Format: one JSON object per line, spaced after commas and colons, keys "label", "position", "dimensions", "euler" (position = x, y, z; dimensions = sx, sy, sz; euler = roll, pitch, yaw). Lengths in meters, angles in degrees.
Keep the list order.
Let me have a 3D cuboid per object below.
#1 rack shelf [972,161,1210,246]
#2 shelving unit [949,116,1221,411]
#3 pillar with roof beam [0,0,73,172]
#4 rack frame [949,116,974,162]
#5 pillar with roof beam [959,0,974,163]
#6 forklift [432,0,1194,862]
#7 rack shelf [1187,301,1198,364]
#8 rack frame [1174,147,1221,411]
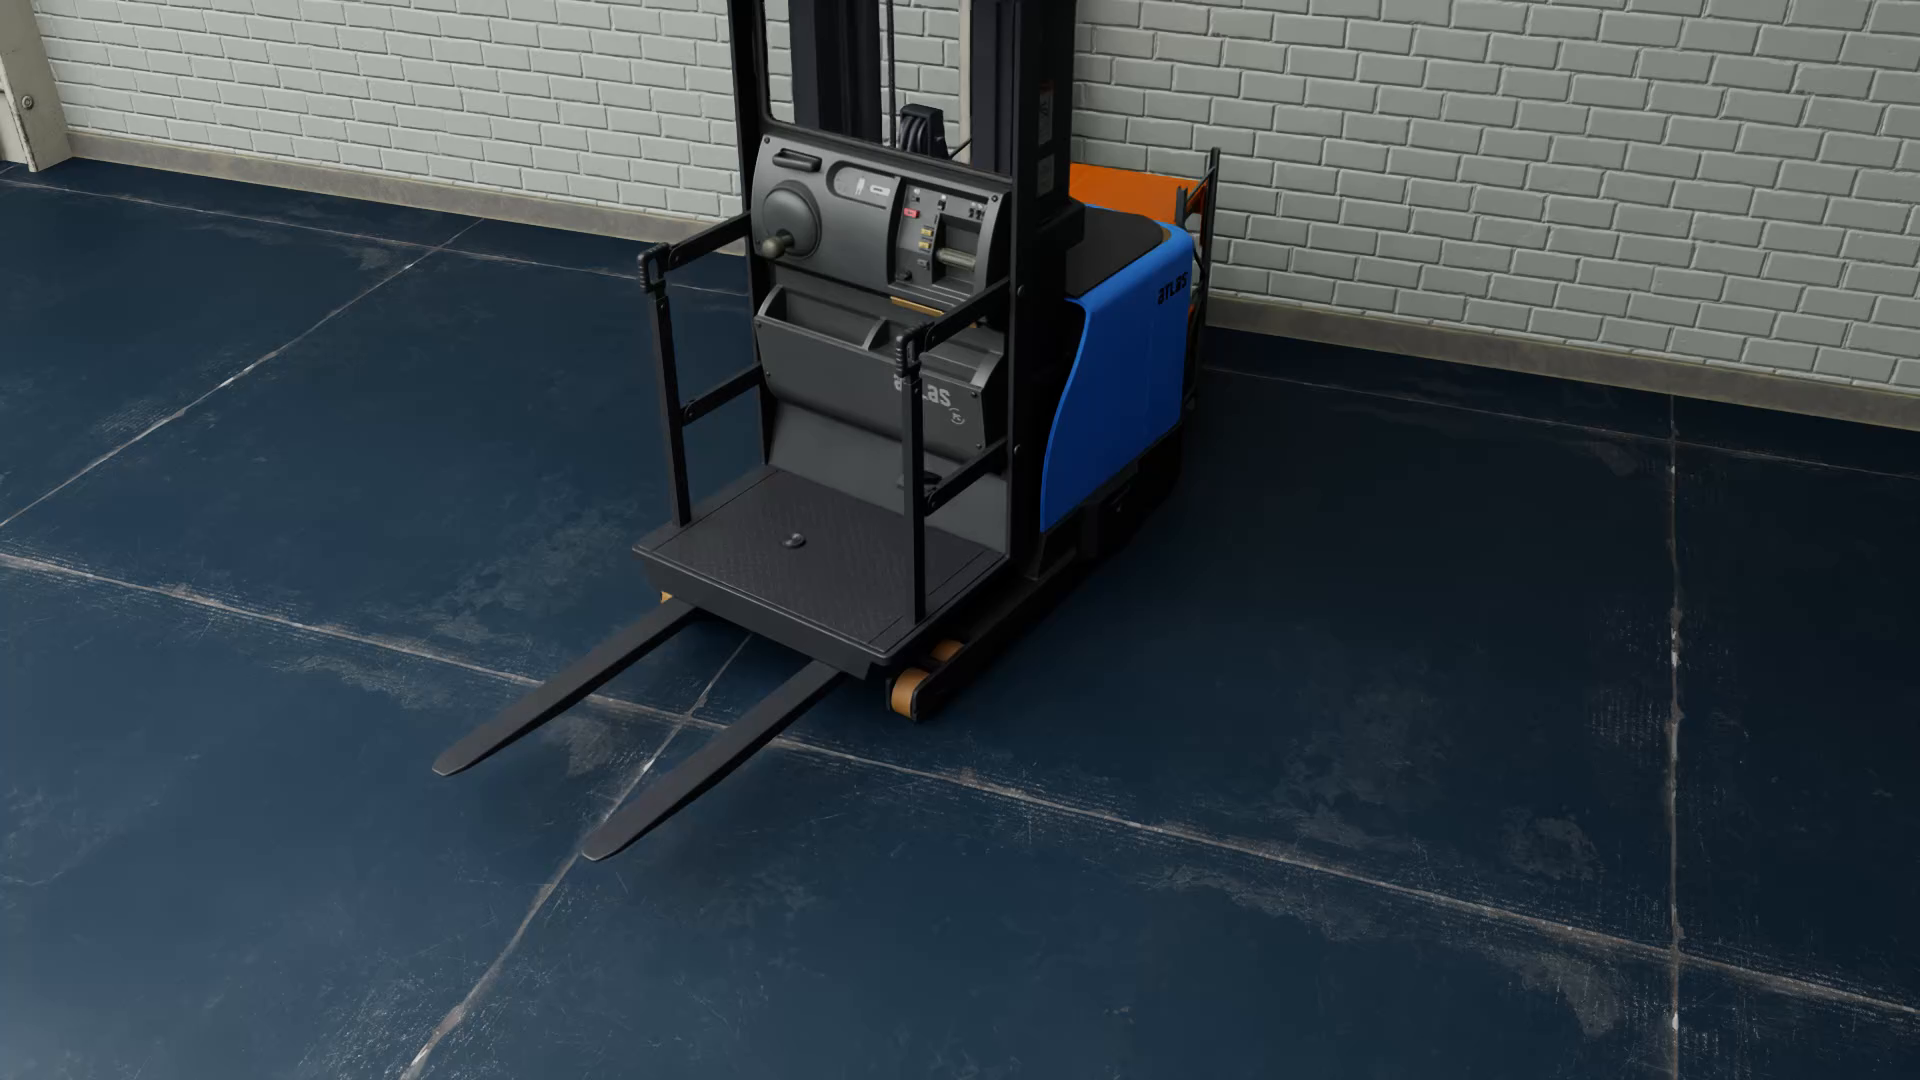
{"label": "rack shelf", "position": [0.453, -1.313, 6.706], "dimensions": [1.000, 0.278, 0.538], "euler": [13, 35, 19]}
{"label": "shelving unit", "position": [0.453, -1.067, 6.865], "dimensions": [1.048, 1.125, 0.538], "euler": [13, 35, 19]}
{"label": "pillar with roof beam", "position": [-6.867, -3.800, 3.840], "dimensions": [0.400, 9.000, 9.100], "euler": [11, 34, 16]}
{"label": "rack frame", "position": [-0.015, -1.175, 7.033], "dimensions": [0.032, 1.125, 0.500], "euler": [13, 35, 19]}
{"label": "pillar with roof beam", "position": [-1.219, -2.702, 2.139], "dimensions": [0.400, 9.000, 9.100], "euler": [11, 34, 16]}
{"label": "forklift", "position": [-0.392, -0.951, 5.021], "dimensions": [1.130, 2.935, 3.031], "euler": [21, 38, 29]}
{"label": "rack shelf", "position": [0.453, -0.861, 6.998], "dimensions": [1.000, 0.278, 0.538], "euler": [13, 35, 19]}
{"label": "rack frame", "position": [0.920, -0.959, 6.698], "dimensions": [0.032, 1.125, 0.500], "euler": [13, 35, 19]}
